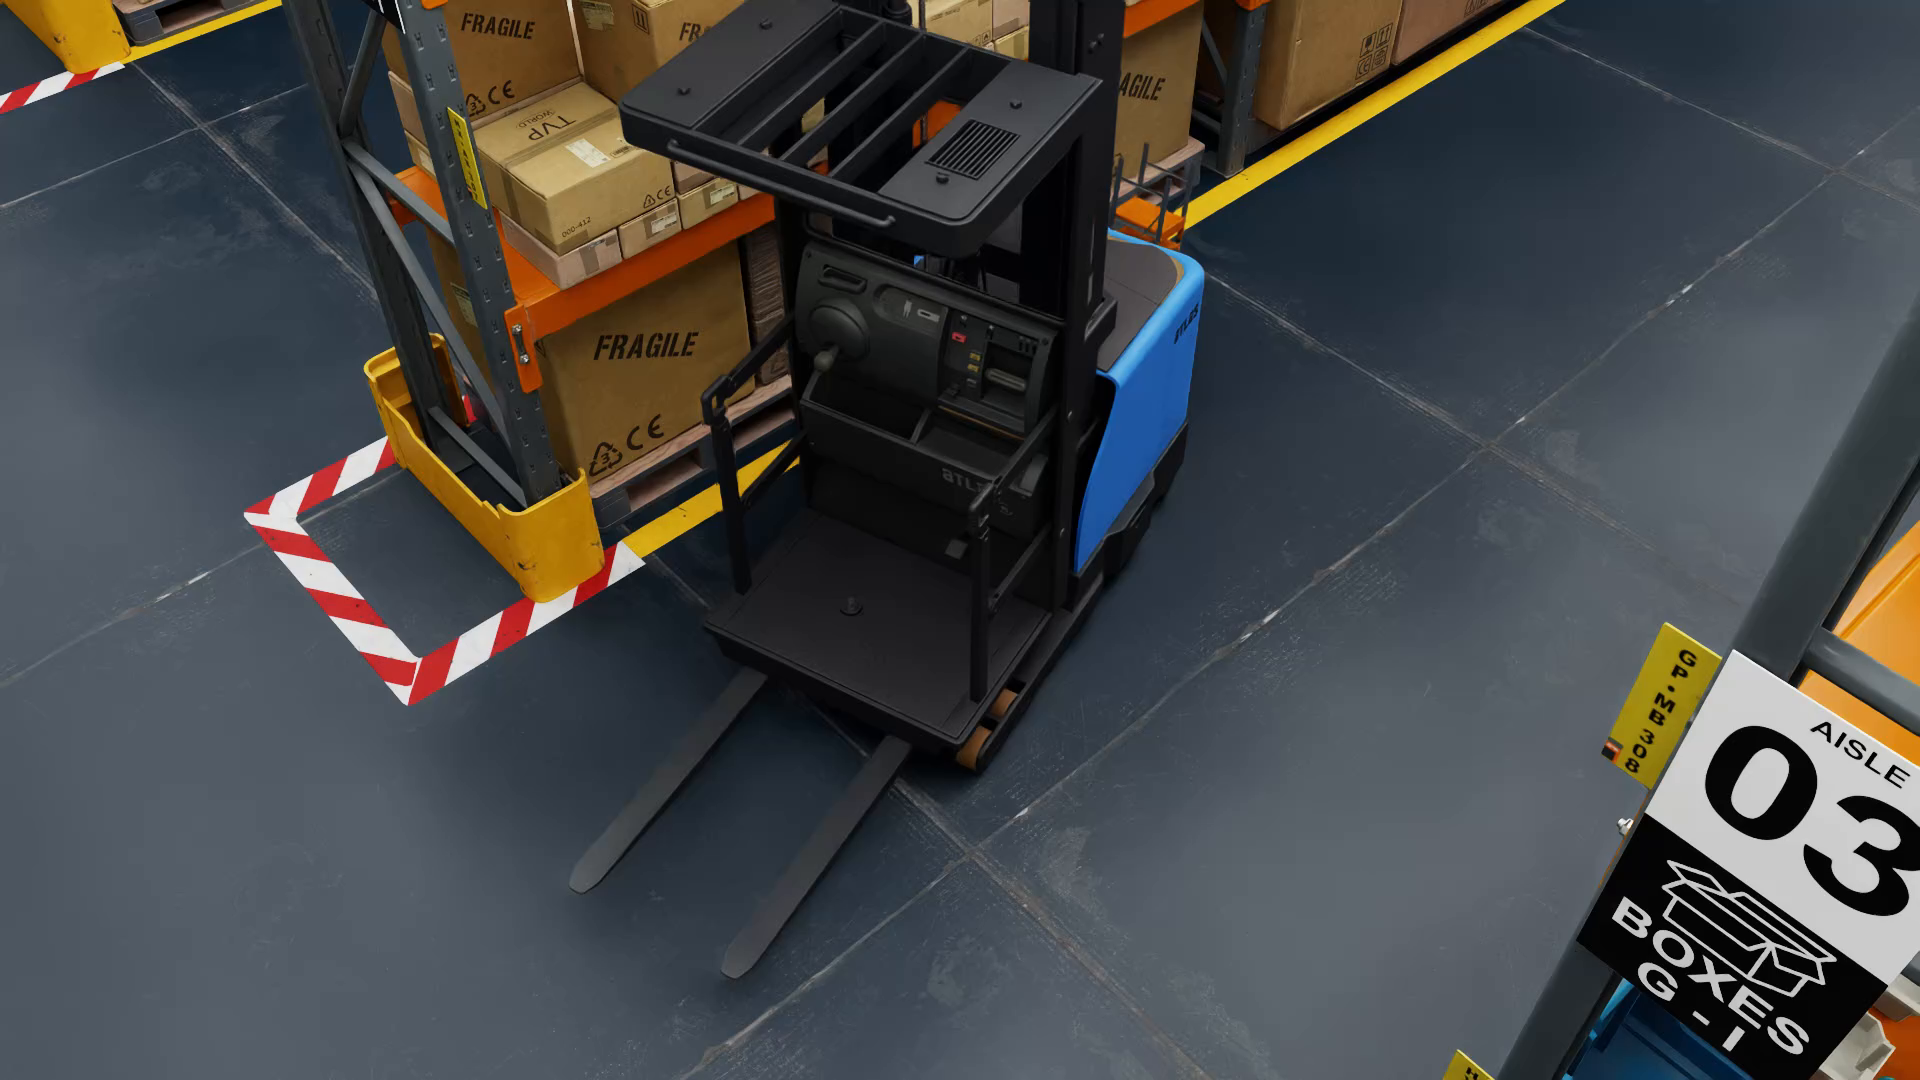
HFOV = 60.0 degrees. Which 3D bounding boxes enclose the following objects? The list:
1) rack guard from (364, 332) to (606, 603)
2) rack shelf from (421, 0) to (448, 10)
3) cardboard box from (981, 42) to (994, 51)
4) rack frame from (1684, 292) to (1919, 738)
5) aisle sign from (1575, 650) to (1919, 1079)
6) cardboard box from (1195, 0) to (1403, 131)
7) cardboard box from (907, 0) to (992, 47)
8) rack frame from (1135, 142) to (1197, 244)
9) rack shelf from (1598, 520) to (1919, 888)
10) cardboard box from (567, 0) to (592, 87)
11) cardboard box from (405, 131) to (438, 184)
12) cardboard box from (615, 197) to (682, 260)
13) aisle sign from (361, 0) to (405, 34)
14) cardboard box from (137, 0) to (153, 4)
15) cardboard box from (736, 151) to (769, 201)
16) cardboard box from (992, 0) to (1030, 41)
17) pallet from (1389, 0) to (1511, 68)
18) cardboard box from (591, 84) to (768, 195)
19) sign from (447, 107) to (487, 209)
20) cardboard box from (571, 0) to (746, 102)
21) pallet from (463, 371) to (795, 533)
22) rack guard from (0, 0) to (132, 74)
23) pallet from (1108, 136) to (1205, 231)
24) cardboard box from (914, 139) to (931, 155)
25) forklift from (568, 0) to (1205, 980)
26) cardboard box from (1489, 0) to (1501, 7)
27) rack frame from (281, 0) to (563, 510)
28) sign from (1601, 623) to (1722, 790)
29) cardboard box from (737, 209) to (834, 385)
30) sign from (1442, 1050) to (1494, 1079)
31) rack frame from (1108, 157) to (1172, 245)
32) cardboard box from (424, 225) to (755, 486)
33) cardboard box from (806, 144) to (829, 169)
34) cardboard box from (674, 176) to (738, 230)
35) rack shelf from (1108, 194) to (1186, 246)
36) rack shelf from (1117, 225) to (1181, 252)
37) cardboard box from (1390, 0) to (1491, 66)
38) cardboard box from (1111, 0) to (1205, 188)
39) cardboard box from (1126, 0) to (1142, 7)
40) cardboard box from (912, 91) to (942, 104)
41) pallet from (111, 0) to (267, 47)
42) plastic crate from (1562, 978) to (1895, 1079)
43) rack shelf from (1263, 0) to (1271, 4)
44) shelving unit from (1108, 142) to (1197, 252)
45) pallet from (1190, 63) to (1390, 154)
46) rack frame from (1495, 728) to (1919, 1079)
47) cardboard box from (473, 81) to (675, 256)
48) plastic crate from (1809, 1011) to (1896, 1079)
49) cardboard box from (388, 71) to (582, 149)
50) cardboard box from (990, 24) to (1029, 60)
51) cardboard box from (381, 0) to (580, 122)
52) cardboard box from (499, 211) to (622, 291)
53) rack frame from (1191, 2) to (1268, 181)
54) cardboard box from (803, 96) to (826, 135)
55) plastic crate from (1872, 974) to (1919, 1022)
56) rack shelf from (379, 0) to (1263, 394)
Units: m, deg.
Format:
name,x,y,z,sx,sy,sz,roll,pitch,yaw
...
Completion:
name,x,y,z,sx,sy,sz,roll,pitch,yaw
rack guard,-1.914,-0.305,6.691,0.348,0.500,1.175,-34,56,-27
rack shelf,-0.416,-2.926,5.857,4.000,0.370,1.077,-34,56,-27
cardboard box,-0.081,-1.967,6.695,0.250,0.149,0.380,-33,55,-27
rack frame,1.436,-0.505,1.093,0.127,3.000,1.000,-34,56,-27
aisle sign,1.186,0.524,2.457,0.004,0.787,0.394,-34,56,-27
cardboard box,1.524,-2.891,8.536,0.875,0.875,1.225,-34,56,-27
cardboard box,-0.222,-2.072,6.521,0.500,0.250,0.500,-35,56,-28
rack frame,0.775,-1.070,6.928,0.240,1.200,0.006,30,46,25
rack shelf,2.916,-0.233,3.372,4.000,0.370,1.077,-34,56,-27
cardboard box,-1.340,-1.848,6.314,0.500,0.250,0.500,-35,56,-28
cardboard box,-1.854,-1.434,6.203,0.250,0.149,0.380,-33,55,-27
cardboard box,-1.222,-1.203,5.990,0.250,0.149,0.380,-35,56,-28
aisle sign,-1.747,-1.847,4.644,0.004,0.787,0.394,-34,56,-27
cardboard box,-4.555,-3.172,9.290,0.250,0.149,0.380,-33,55,-26
cardboard box,-0.841,-1.459,6.226,0.250,0.149,0.380,-35,56,-28
cardboard box,0.155,-2.321,6.750,0.500,0.250,0.500,-33,55,-26
pallet,2.487,-3.225,9.582,1.213,0.211,1.003,-34,56,-27
cardboard box,-0.979,-1.565,6.053,0.500,0.250,0.500,-34,56,-28
sign,-1.527,-1.180,5.155,0.005,0.325,0.100,-34,56,-27
cardboard box,-0.989,-1.806,5.765,0.500,0.500,0.500,-35,56,-28
pallet,-1.357,-0.656,7.212,1.213,0.211,1.003,-34,56,-27
rack guard,-5.101,-3.101,9.271,0.348,0.500,1.175,-34,56,-27
pallet,0.449,-1.863,8.325,1.213,0.211,1.003,-34,56,-27
cardboard box,-0.144,-1.836,7.563,0.875,0.875,0.875,-34,56,-27
forklift,-0.233,-0.557,5.269,1.130,2.935,3.031,23,51,20
cardboard box,2.834,-3.775,9.352,0.875,0.875,1.225,-34,56,-27
rack frame,-1.896,-1.164,5.783,0.127,3.000,1.000,-34,56,-27
sign,1.054,0.256,2.503,0.005,0.325,0.100,-34,56,-27
cardboard box,-0.803,-1.396,7.157,0.875,0.875,0.875,-34,56,-27
sign,1.054,1.183,3.507,0.005,0.325,0.100,-34,56,-27
rack frame,0.663,-0.983,6.812,0.240,1.200,0.006,30,46,25
cardboard box,-1.476,-0.946,6.742,0.875,0.875,0.875,-34,56,-27
cardboard box,-0.652,-1.584,6.342,0.250,0.149,0.380,-35,56,-28
cardboard box,-1.033,-1.329,6.107,0.250,0.149,0.380,-35,56,-28
rack shelf,0.747,-1.265,6.665,0.258,0.103,0.180,30,46,25
rack shelf,0.736,-1.174,6.743,0.258,0.103,0.180,30,46,25
cardboard box,2.184,-3.333,8.945,0.875,0.875,1.225,-36,57,-28
cardboard box,0.522,-2.281,7.973,0.875,0.875,0.875,-34,56,-27
cardboard box,0.678,-2.473,7.162,0.250,0.149,0.380,-35,56,-28
cardboard box,-0.274,-1.836,6.574,0.250,0.149,0.380,-35,56,-28
pallet,-4.477,-3.386,9.730,1.213,0.211,1.003,-34,56,-27
plastic crate,1.558,1.230,3.509,0.499,0.435,0.616,-34,56,-27
rack shelf,2.544,-3.887,8.785,4.000,0.370,1.077,-34,56,-27
shelving unit,0.719,-1.026,6.870,0.258,1.200,0.189,30,46,25
pallet,1.584,-2.619,9.023,1.213,0.211,1.003,-34,56,-27
rack frame,1.436,1.529,3.298,0.127,3.000,1.000,-34,56,-27
cardboard box,-1.359,-1.305,5.812,0.500,0.250,0.500,-35,56,-28
plastic crate,1.918,1.097,3.836,0.243,0.136,0.396,-34,56,-27
cardboard box,-1.716,-1.598,6.083,0.500,0.250,0.500,-35,56,-28
cardboard box,0.108,-2.092,6.810,0.250,0.149,0.380,-35,56,-28
cardboard box,-1.712,-1.852,5.807,0.500,0.500,0.500,-33,55,-27
cardboard box,-1.411,-1.075,5.872,0.250,0.149,0.380,-33,55,-27
rack frame,1.064,-3.142,7.608,0.127,3.000,1.000,-34,56,-27
cardboard box,-0.605,-1.812,6.280,0.500,0.250,0.500,-36,57,-28
plastic crate,2.142,0.961,3.961,0.243,0.136,0.396,-34,56,-27
rack shelf,-0.416,-1.909,6.960,4.000,0.370,1.077,-34,56,-27
